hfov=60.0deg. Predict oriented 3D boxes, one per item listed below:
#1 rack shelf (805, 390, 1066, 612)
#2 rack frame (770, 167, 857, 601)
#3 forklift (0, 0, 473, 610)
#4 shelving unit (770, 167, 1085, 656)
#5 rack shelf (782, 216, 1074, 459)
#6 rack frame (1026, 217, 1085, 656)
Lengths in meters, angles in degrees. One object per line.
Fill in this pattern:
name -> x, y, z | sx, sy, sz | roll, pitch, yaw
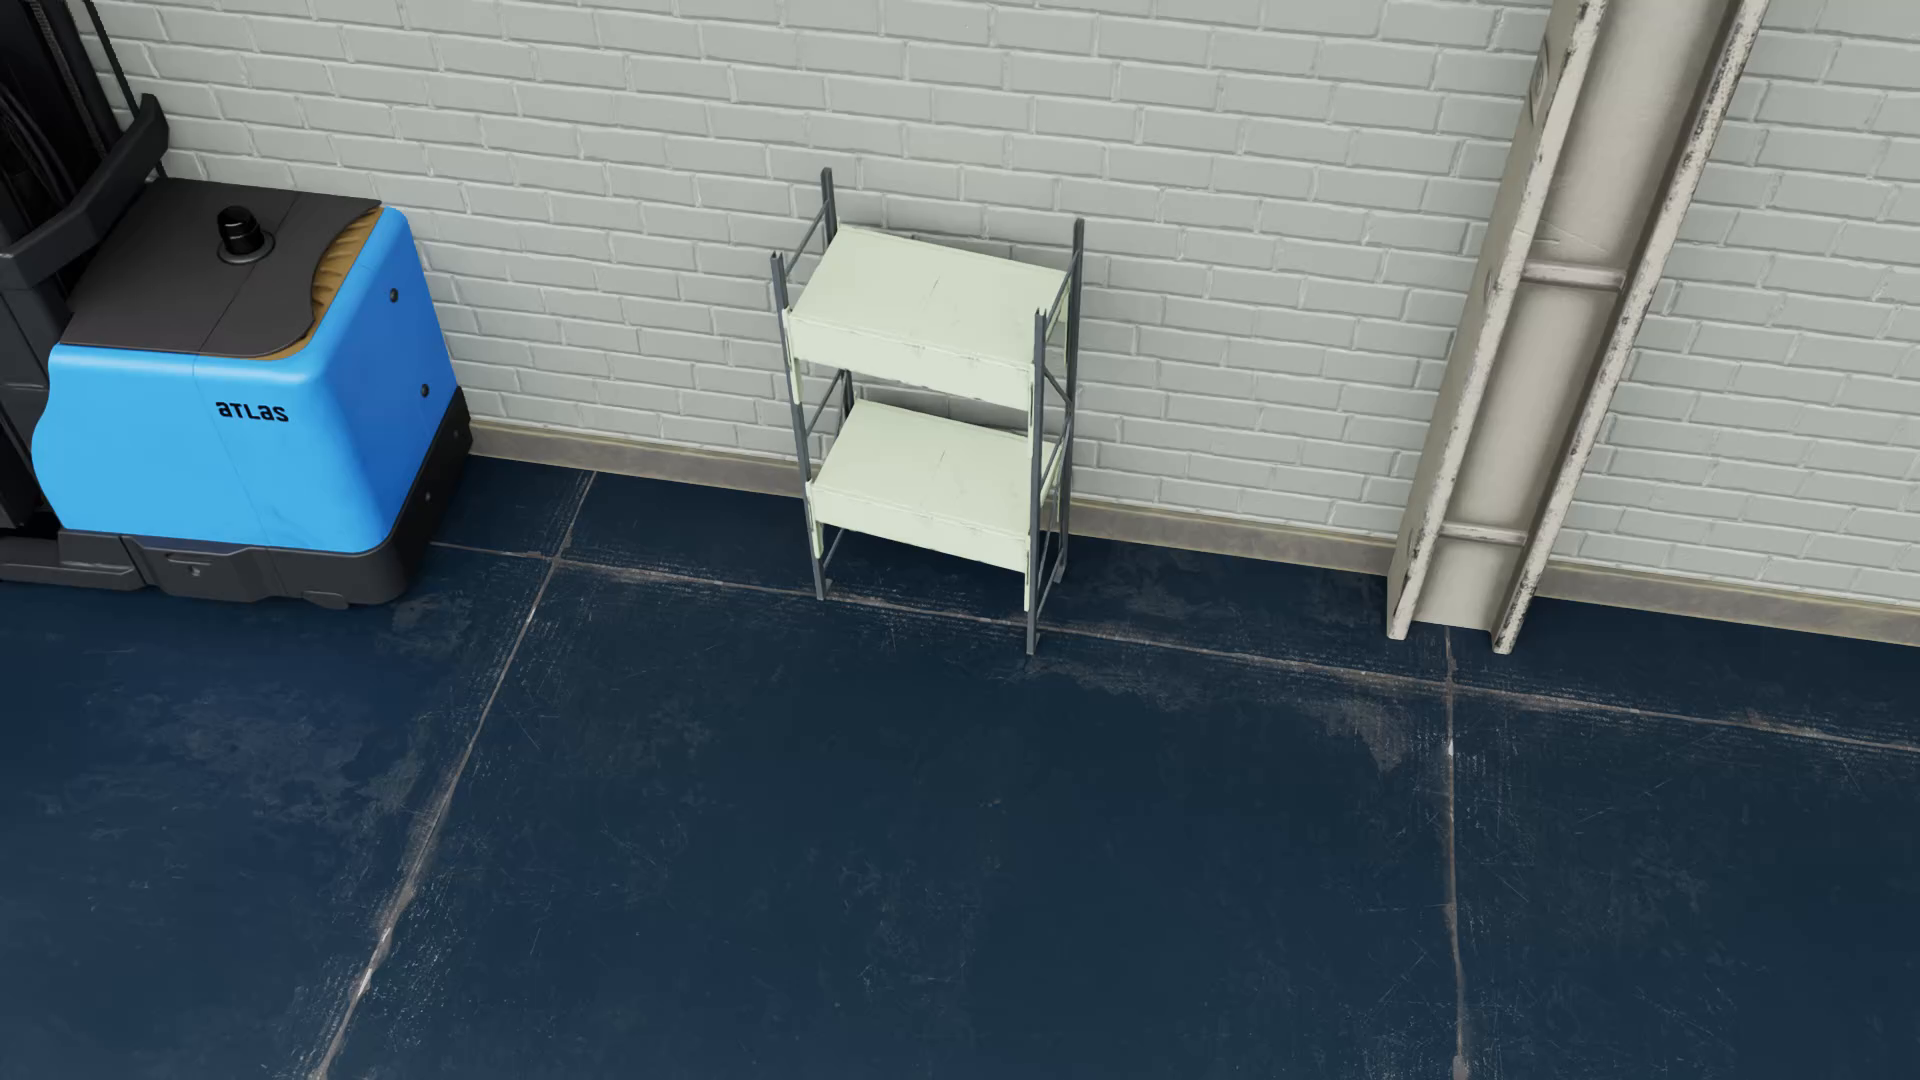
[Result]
rack shelf -> -0.065, -0.127, 5.278 | 0.720, 0.370, 0.431 | 14, 53, 12
rack frame -> -0.418, -0.419, 5.103 | 0.023, 1.500, 0.400 | 14, 53, 12
forklift -> -3.282, -1.224, 4.879 | 3.031, 2.935, 1.130 | 5, 48, 4
shelving unit -> -0.071, -0.333, 5.025 | 0.755, 1.500, 0.431 | 14, 53, 12
rack shelf -> -0.077, -0.579, 4.722 | 0.720, 0.370, 0.431 | 14, 53, 12
rack frame -> 0.277, -0.247, 4.948 | 0.023, 1.500, 0.400 | 14, 53, 12
